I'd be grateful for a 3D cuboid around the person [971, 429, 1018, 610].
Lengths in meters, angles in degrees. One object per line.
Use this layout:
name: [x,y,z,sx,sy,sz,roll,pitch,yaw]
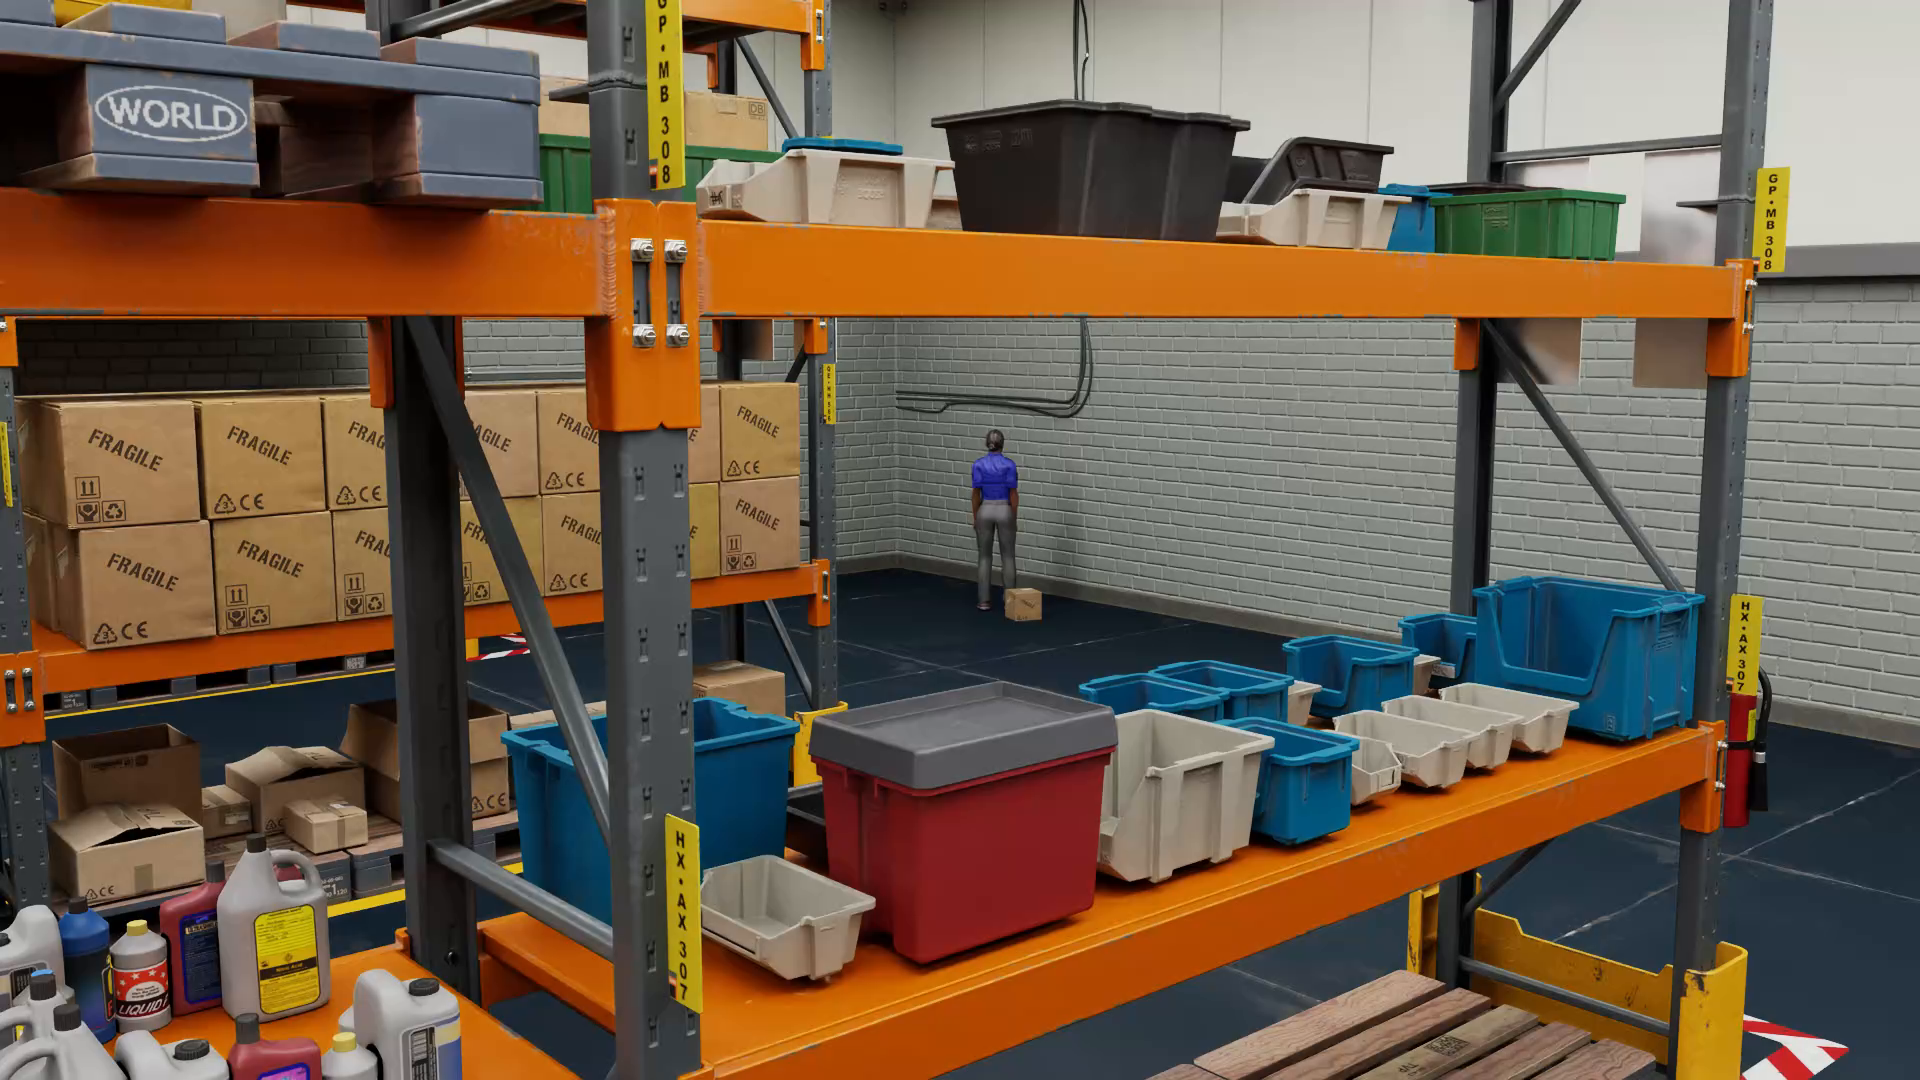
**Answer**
person: [0.335,-0.184,15.201,0.451,1.660,0.336,1,8,7]
